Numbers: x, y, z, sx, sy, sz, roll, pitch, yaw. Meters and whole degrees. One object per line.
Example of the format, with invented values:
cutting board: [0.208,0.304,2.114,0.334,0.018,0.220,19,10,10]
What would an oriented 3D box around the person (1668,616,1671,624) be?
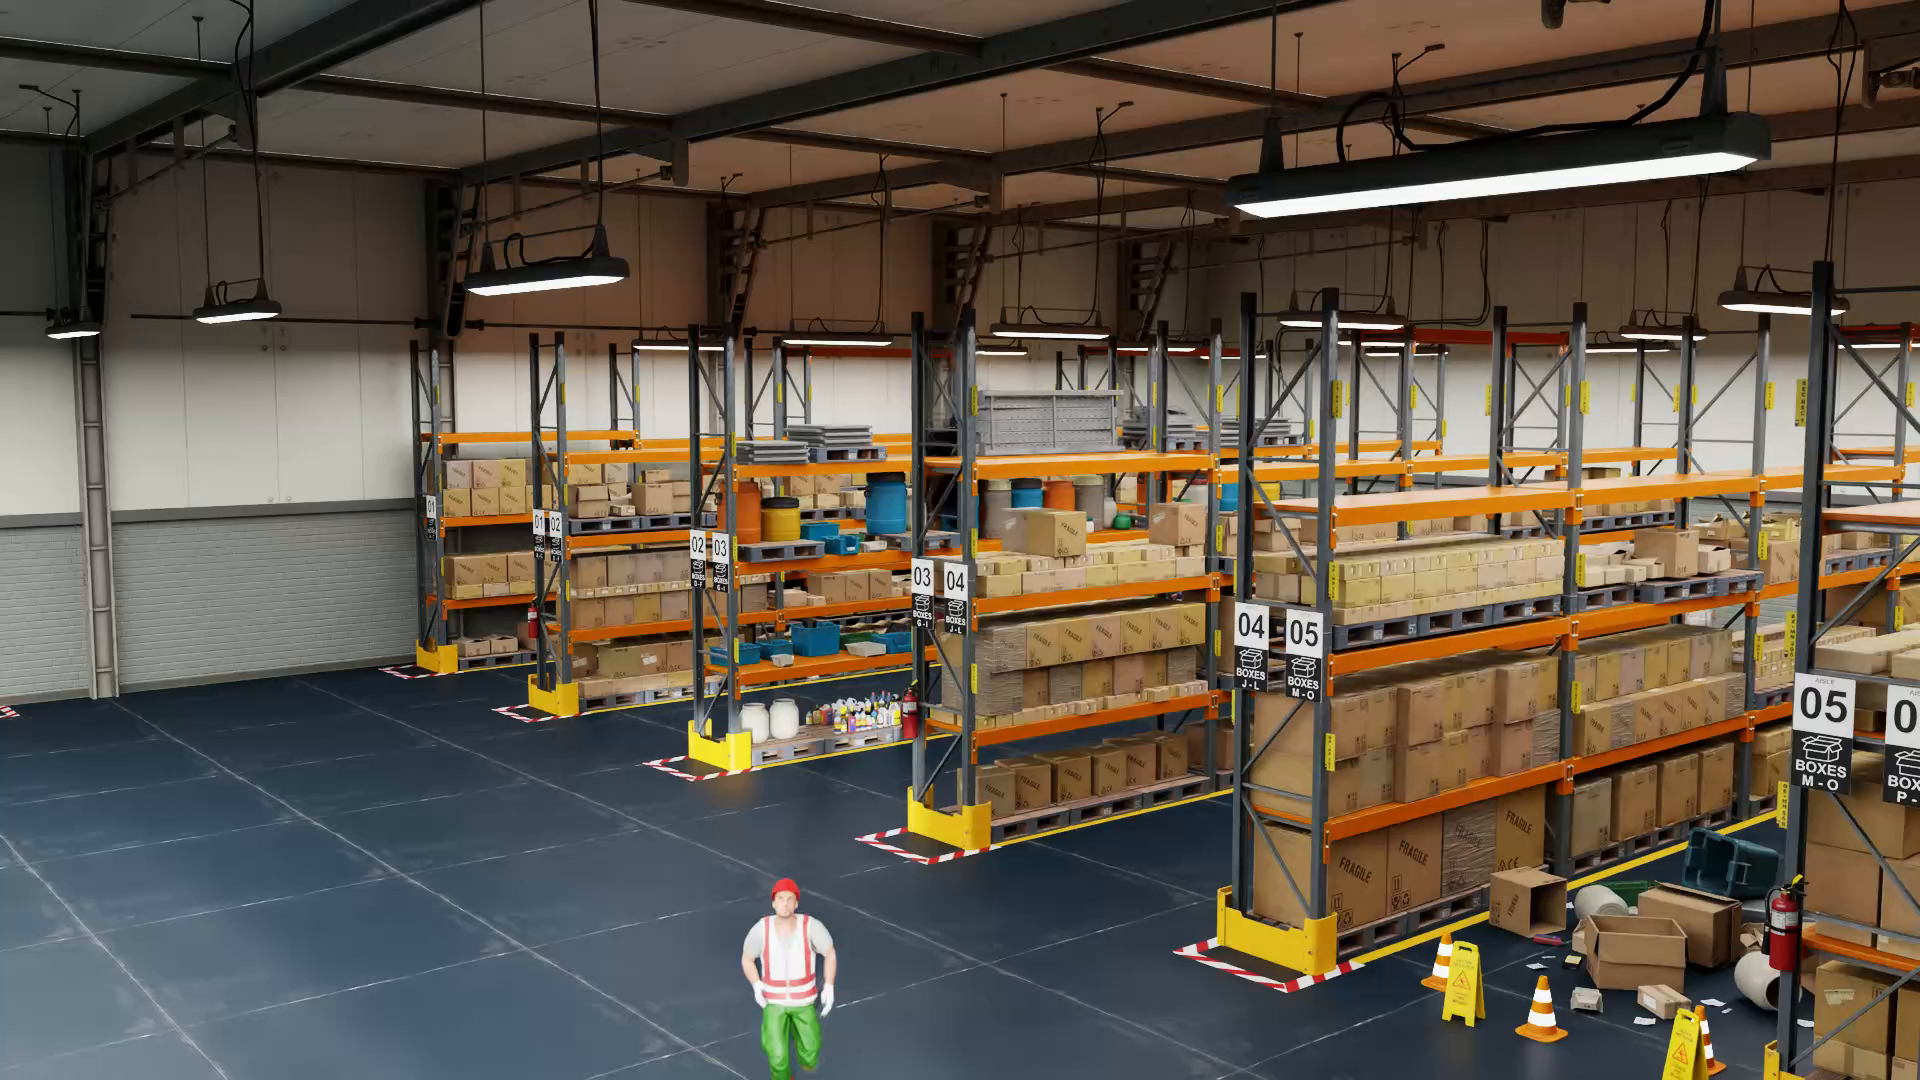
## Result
person: [10.676,1.957,24.952,0.681,1.827,0.939,4,7,38]

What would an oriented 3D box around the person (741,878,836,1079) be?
person: [-1.210,3.234,11.774,0.669,1.726,0.671,-1,5,-7]

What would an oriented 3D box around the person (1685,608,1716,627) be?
person: [13.186,1.613,29.682,0.616,1.710,0.811,-2,6,-21]
